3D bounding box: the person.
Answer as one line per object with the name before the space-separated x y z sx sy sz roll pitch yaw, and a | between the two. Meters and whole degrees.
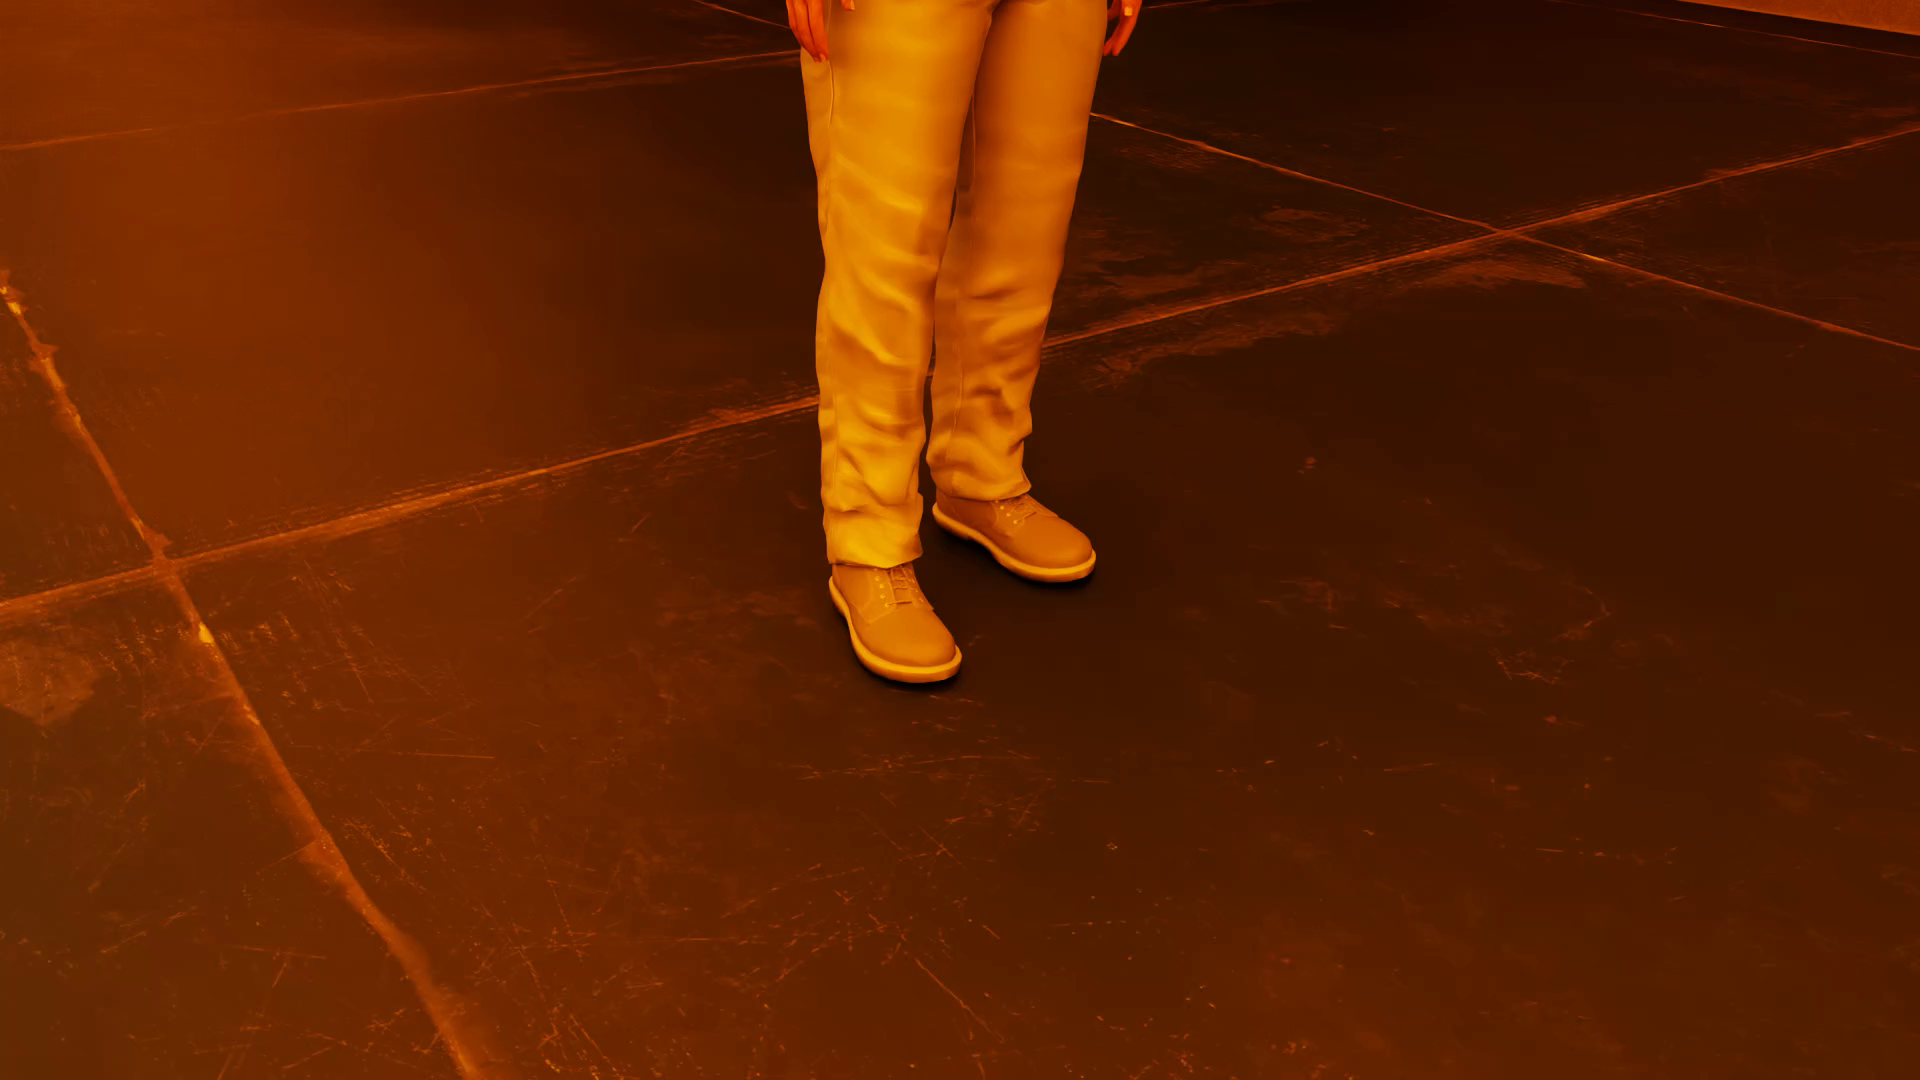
person | 0.025 -0.717 2.055 0.598 1.670 0.529 -17 31 -31
